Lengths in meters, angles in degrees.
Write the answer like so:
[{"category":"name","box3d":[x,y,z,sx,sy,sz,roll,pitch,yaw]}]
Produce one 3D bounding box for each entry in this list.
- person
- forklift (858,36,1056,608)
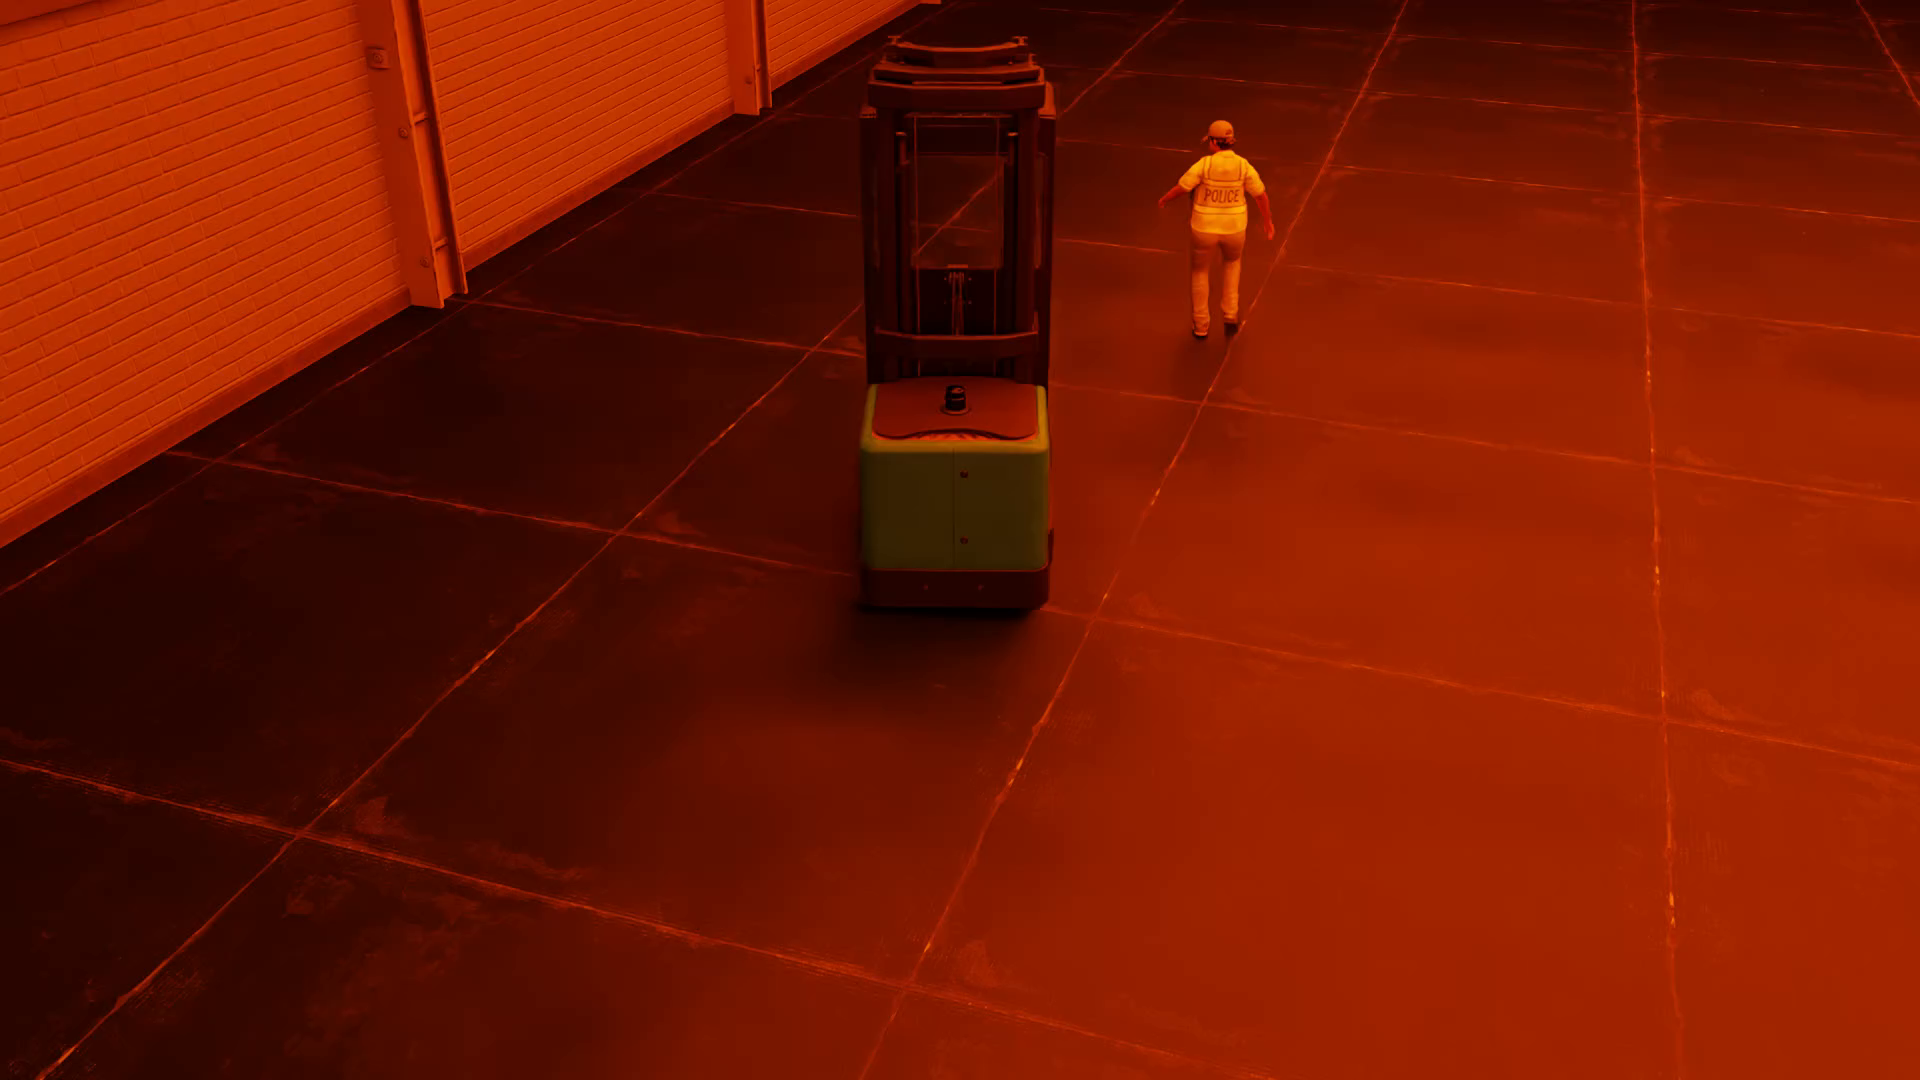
[{"category":"person","box3d":[1.950,-2.350,12.627,0.880,1.693,0.516,1,30,3]},{"category":"forklift","box3d":[-0.009,-1.584,9.915,1.130,2.935,3.031,0,30,1]}]
